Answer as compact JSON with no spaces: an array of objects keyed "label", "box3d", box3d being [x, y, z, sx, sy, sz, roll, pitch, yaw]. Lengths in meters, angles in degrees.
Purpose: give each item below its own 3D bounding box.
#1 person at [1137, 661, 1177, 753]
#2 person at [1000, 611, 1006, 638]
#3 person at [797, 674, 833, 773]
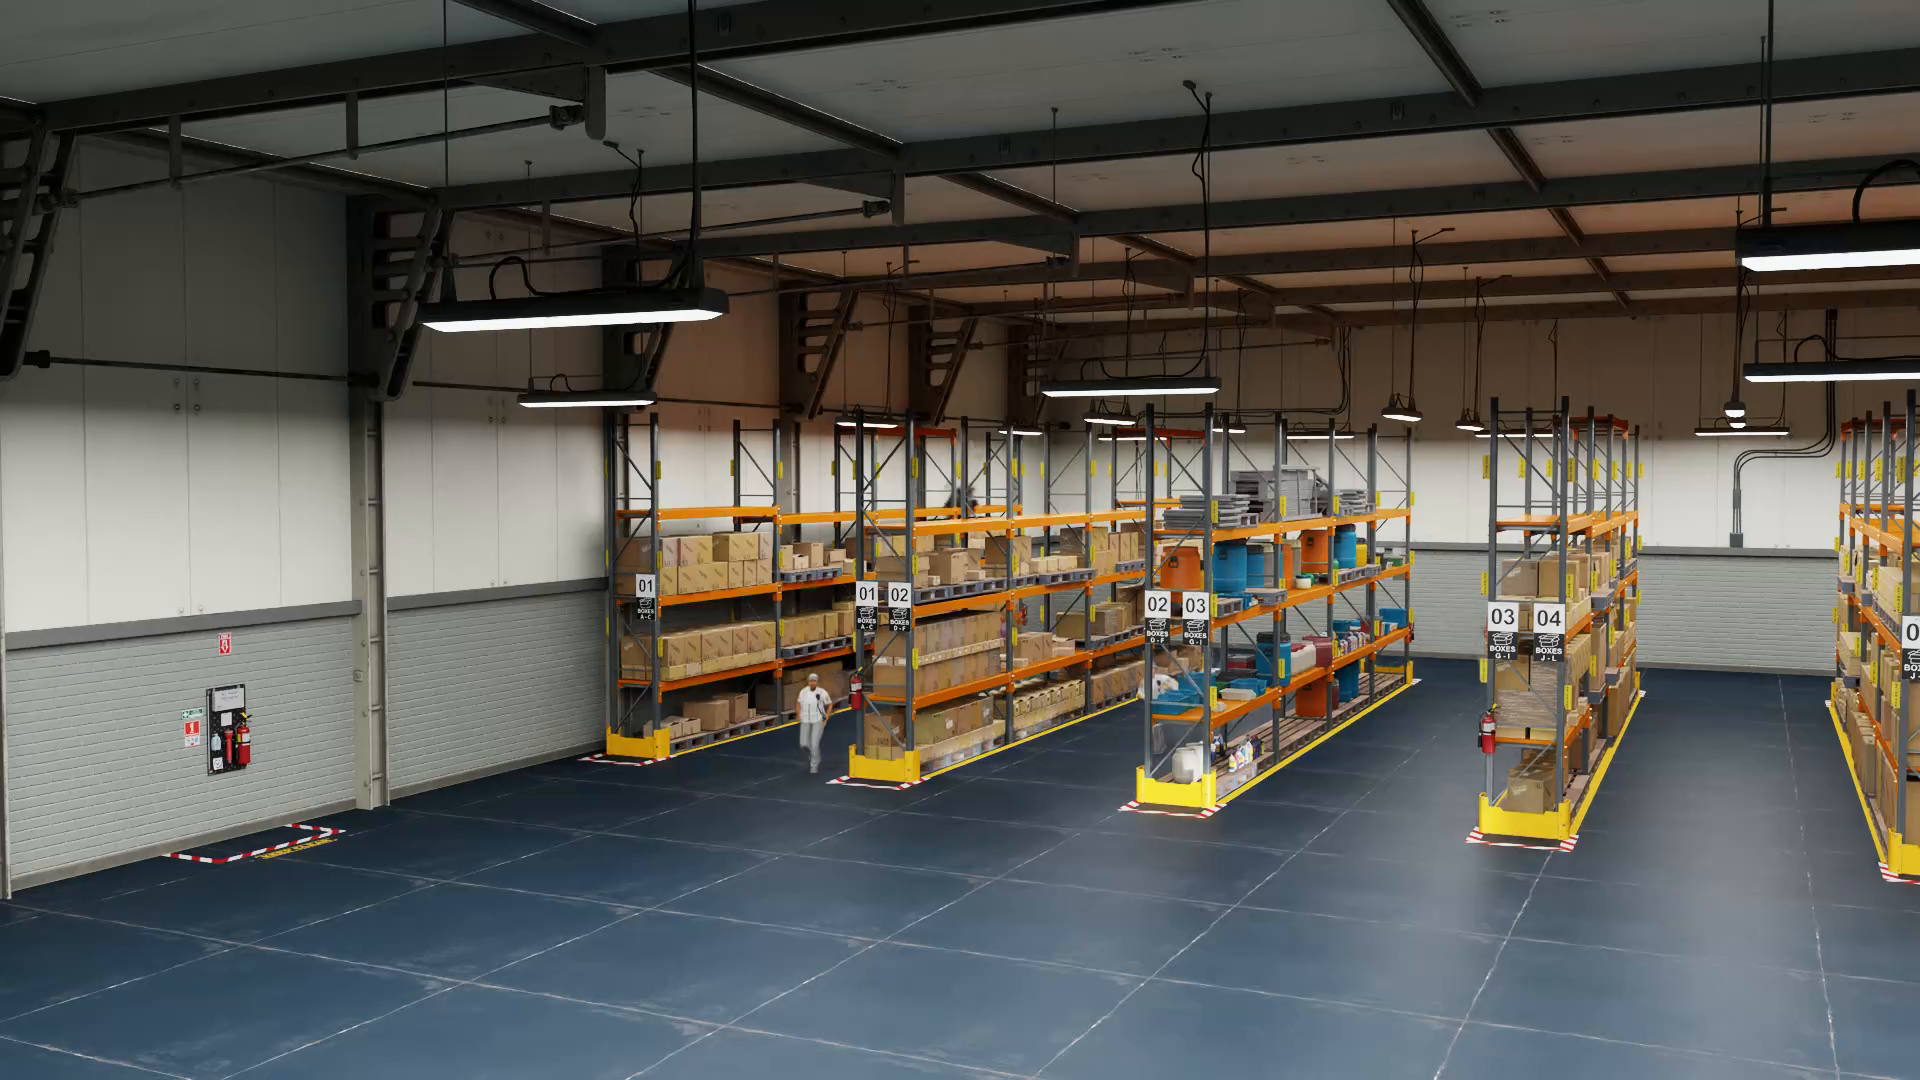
[{"label":"person","box3d":[3.447,2.925,29.223,0.645,1.639,0.757,1,3,29]},{"label":"person","box3d":[0.950,2.375,37.485,0.549,1.559,0.665,1,3,19]},{"label":"person","box3d":[-2.441,3.041,27.689,0.638,1.647,0.532,1,2,16]}]
